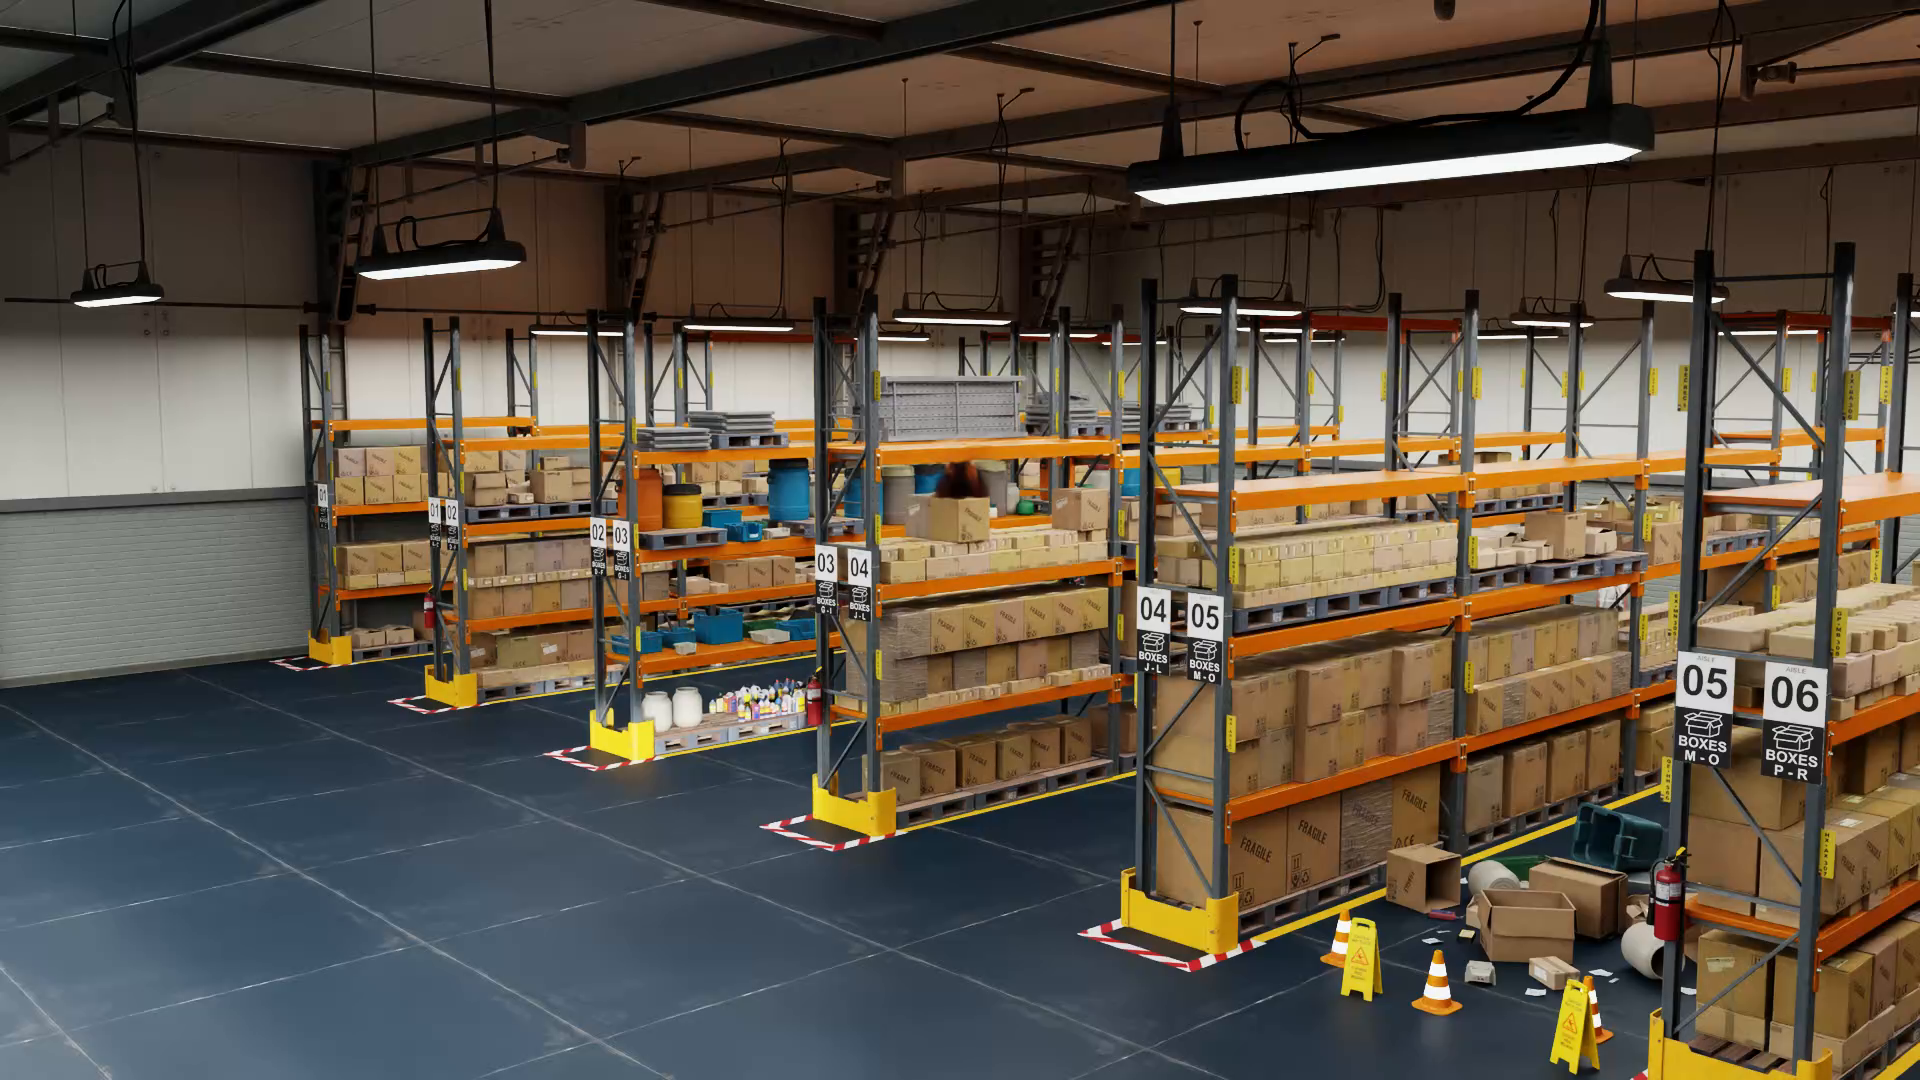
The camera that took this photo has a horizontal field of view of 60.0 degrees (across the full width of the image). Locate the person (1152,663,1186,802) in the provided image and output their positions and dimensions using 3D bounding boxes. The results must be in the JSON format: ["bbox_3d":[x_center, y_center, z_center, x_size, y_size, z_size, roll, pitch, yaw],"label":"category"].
[{"bbox_3d":[2.609,2.308,20.191,0.976,1.645,0.543,-4,7,-38],"label":"person"}]

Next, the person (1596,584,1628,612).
[{"bbox_3d":[11.702,1.269,29.943,0.443,1.782,0.583,-3,6,-26],"label":"person"}]
